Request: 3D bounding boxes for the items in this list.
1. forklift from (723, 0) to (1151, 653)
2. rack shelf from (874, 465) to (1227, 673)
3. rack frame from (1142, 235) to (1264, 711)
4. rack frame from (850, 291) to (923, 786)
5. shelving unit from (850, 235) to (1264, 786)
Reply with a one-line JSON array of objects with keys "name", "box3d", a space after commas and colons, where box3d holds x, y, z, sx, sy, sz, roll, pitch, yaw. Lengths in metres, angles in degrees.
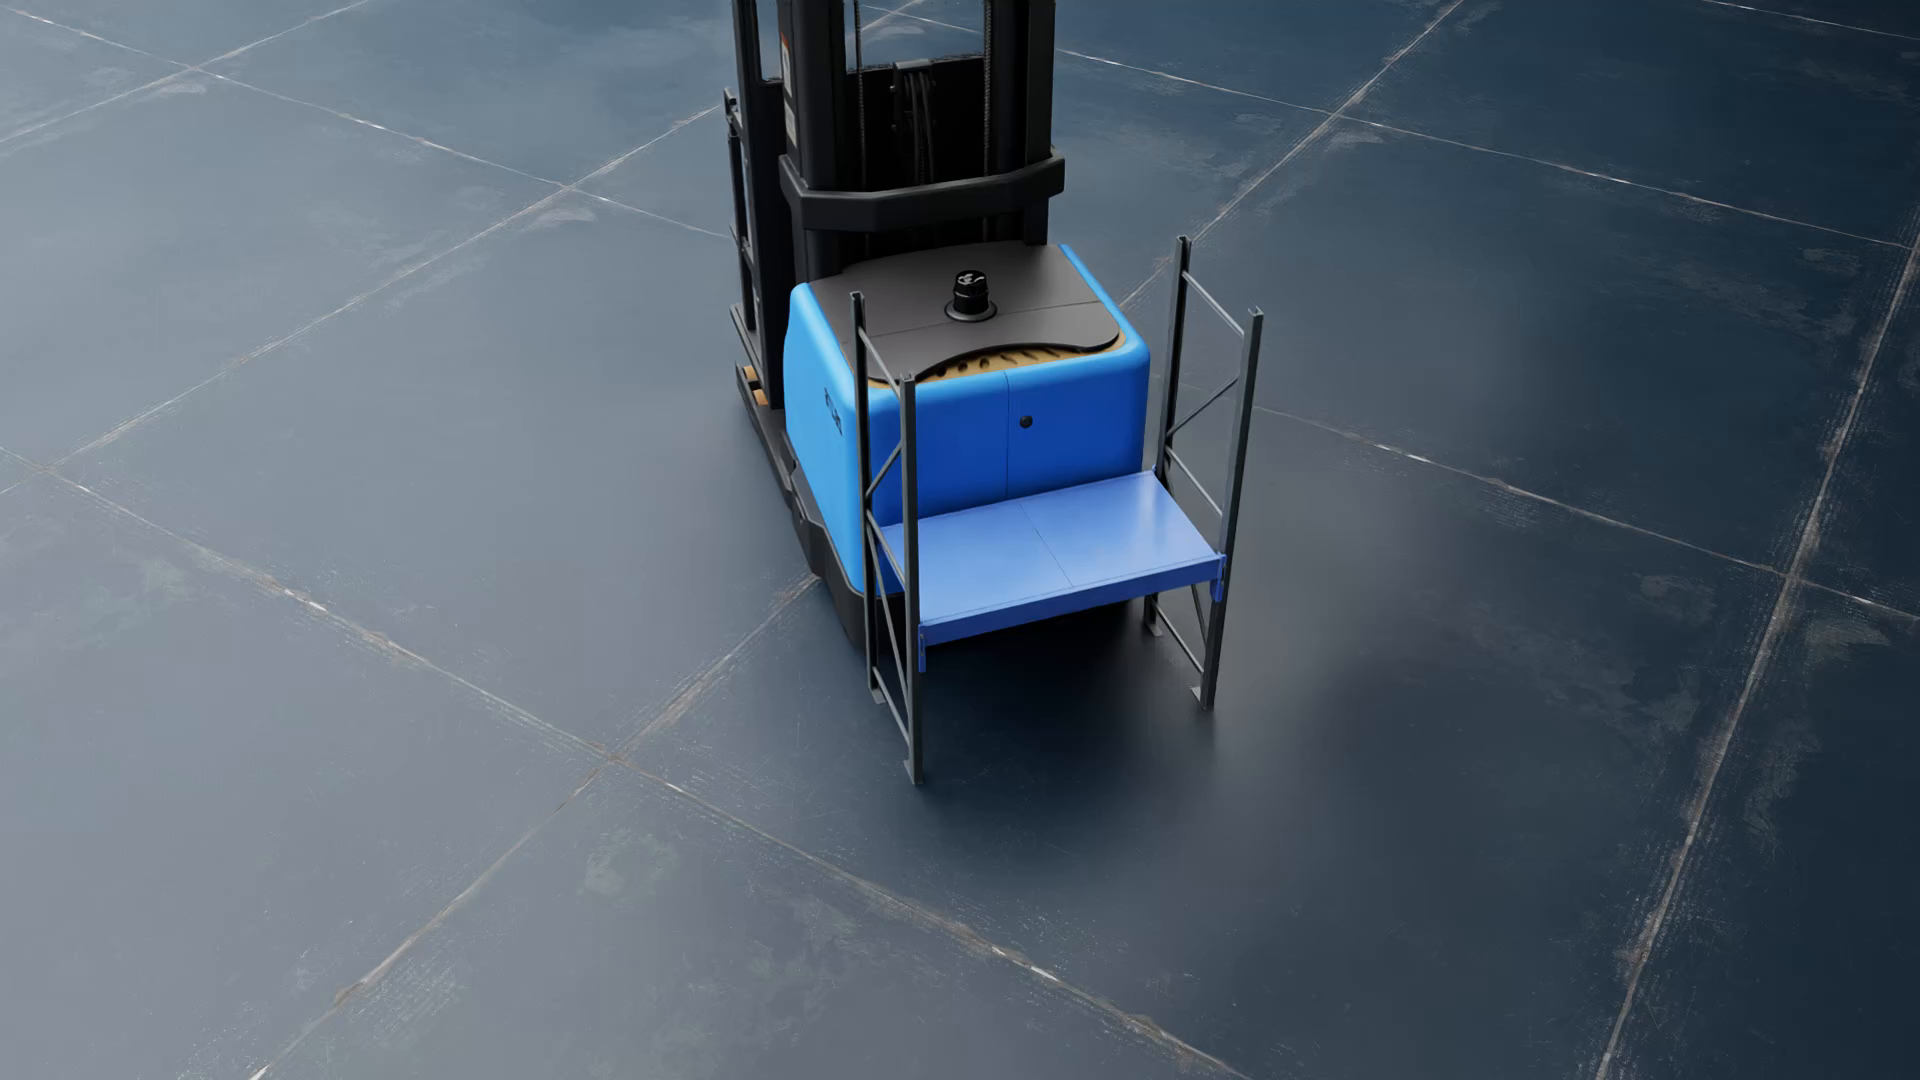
[{"name": "forklift", "box3d": [-0.303, -1.682, 6.031, 1.130, 2.935, 3.031, -11, 39, -14]}, {"name": "rack shelf", "box3d": [0.265, 0.074, 5.220, 1.000, 0.185, 0.538, -12, 39, -15]}, {"name": "rack frame", "box3d": [0.744, -0.172, 5.245, 0.032, 1.500, 0.500, -12, 39, -15]}, {"name": "rack frame", "box3d": [-0.214, 0.036, 4.975, 0.032, 1.500, 0.500, -12, 39, -15]}, {"name": "shelving unit", "box3d": [0.265, -0.068, 5.110, 1.048, 1.500, 0.538, -12, 39, -15]}]
